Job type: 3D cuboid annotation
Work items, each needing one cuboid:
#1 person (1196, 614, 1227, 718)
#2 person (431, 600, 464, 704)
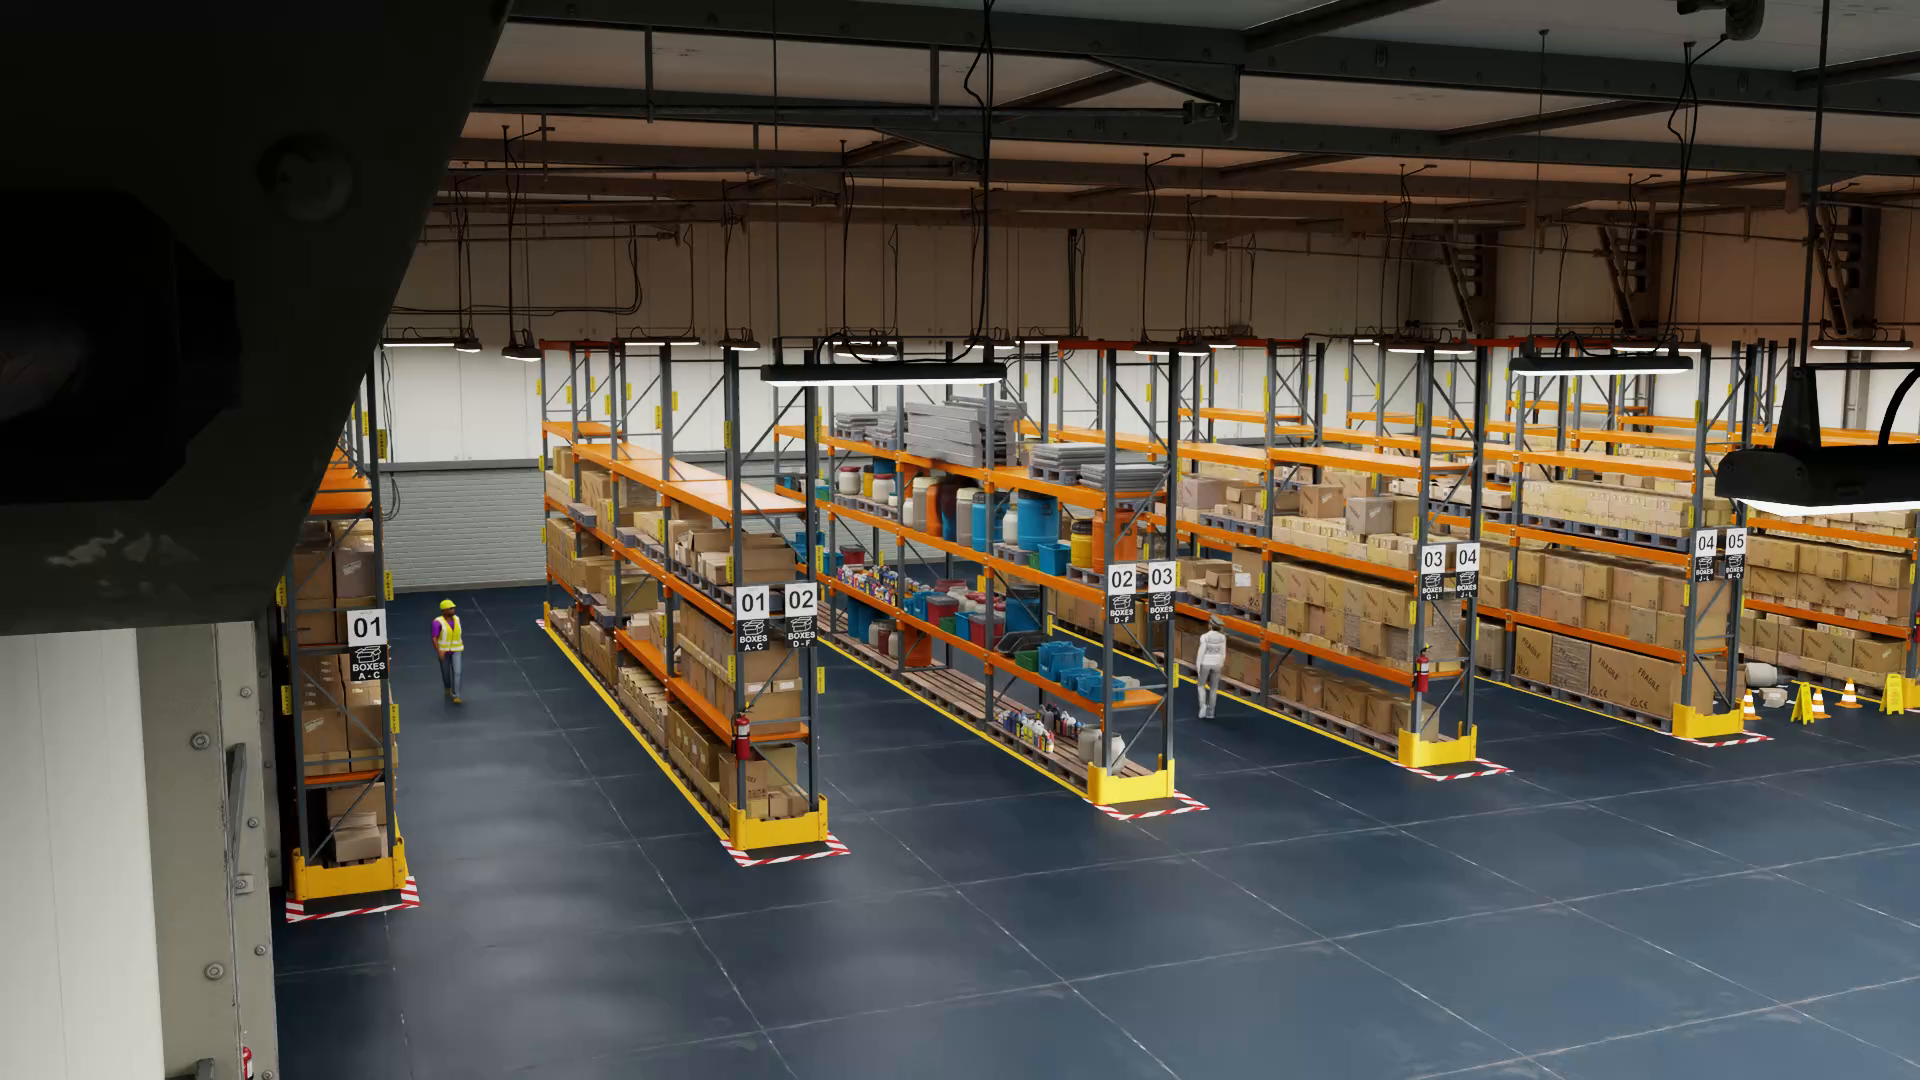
[{"bbox_3d":[4.017,2.031,26.590,0.460,1.685,0.496,2,8,12],"label":"person"},{"bbox_3d":[-8.570,1.864,27.835,0.508,1.730,1.013,-2,8,-16],"label":"person"}]
